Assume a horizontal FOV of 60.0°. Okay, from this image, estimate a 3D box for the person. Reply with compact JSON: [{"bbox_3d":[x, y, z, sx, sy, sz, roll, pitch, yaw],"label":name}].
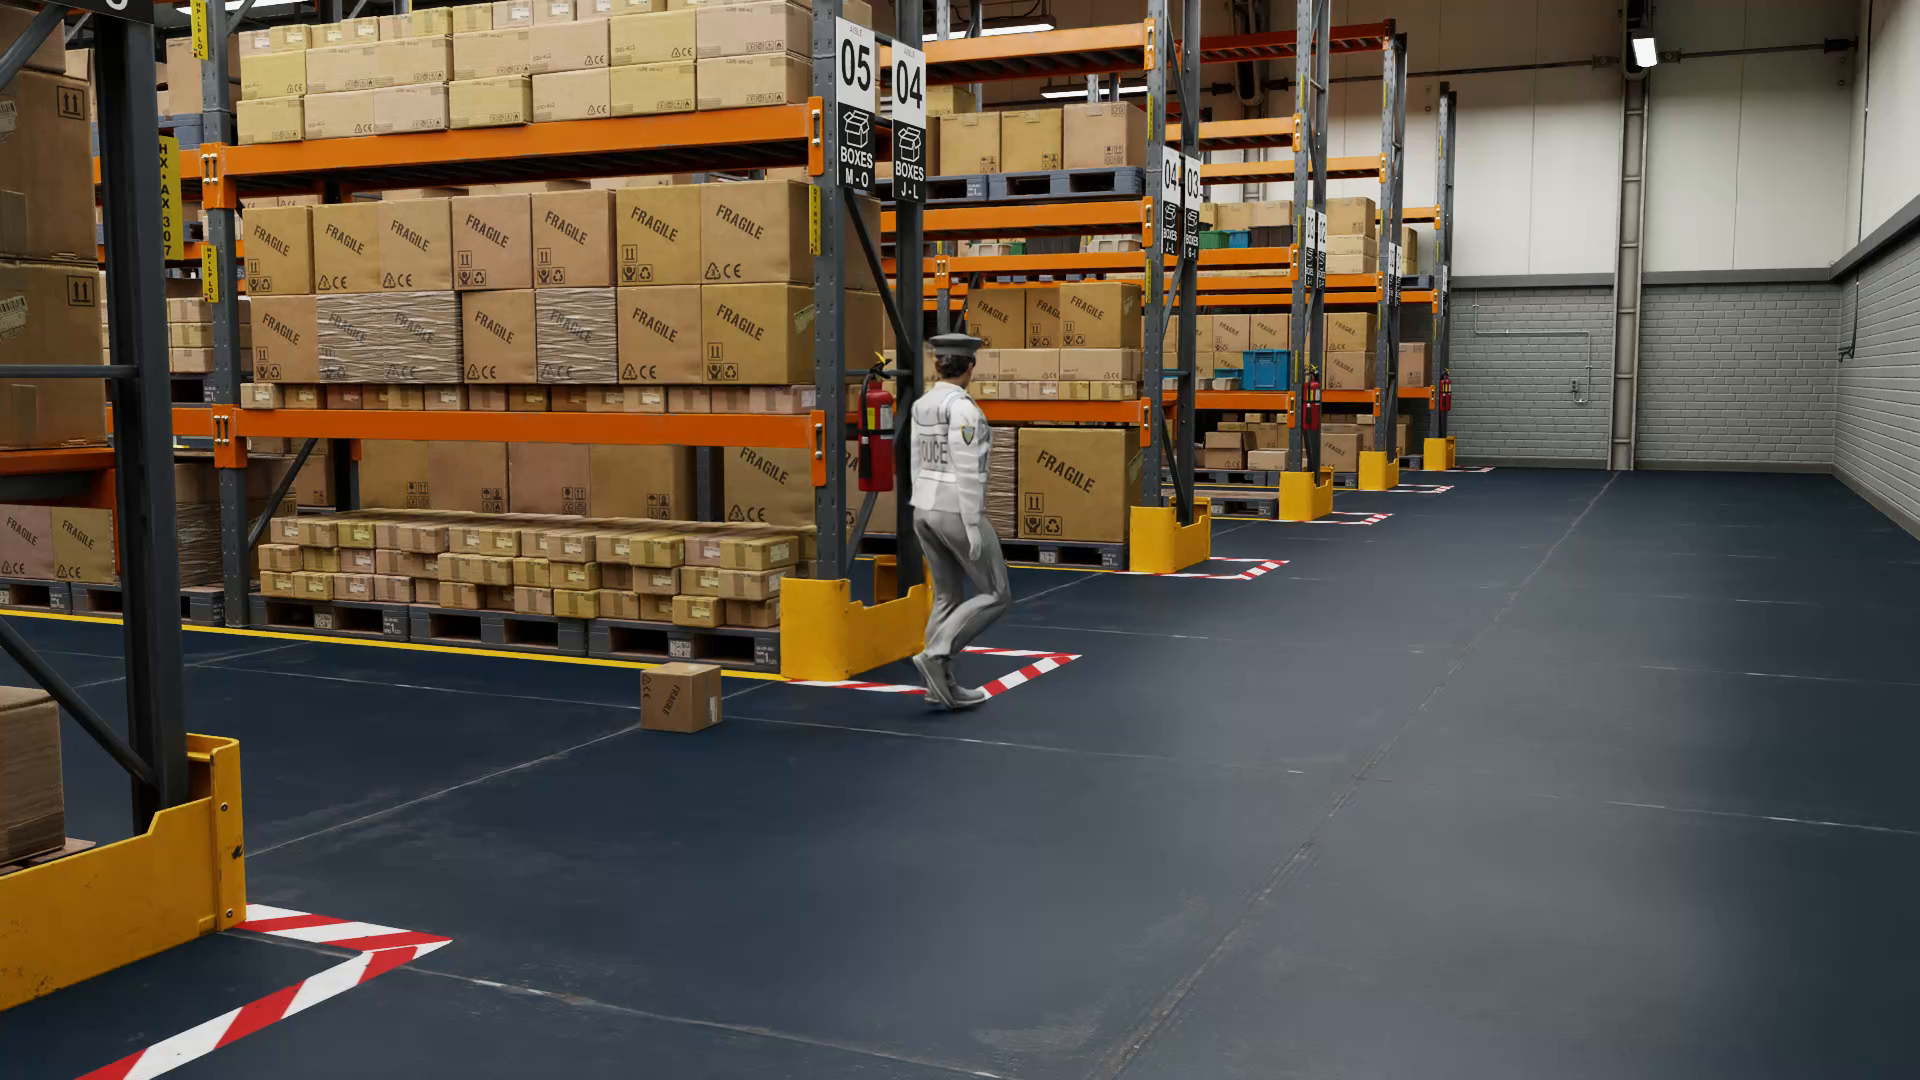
[{"bbox_3d":[-0.052,-0.082,7.358,0.446,1.659,0.526,-3,6,-28],"label":"person"}]
